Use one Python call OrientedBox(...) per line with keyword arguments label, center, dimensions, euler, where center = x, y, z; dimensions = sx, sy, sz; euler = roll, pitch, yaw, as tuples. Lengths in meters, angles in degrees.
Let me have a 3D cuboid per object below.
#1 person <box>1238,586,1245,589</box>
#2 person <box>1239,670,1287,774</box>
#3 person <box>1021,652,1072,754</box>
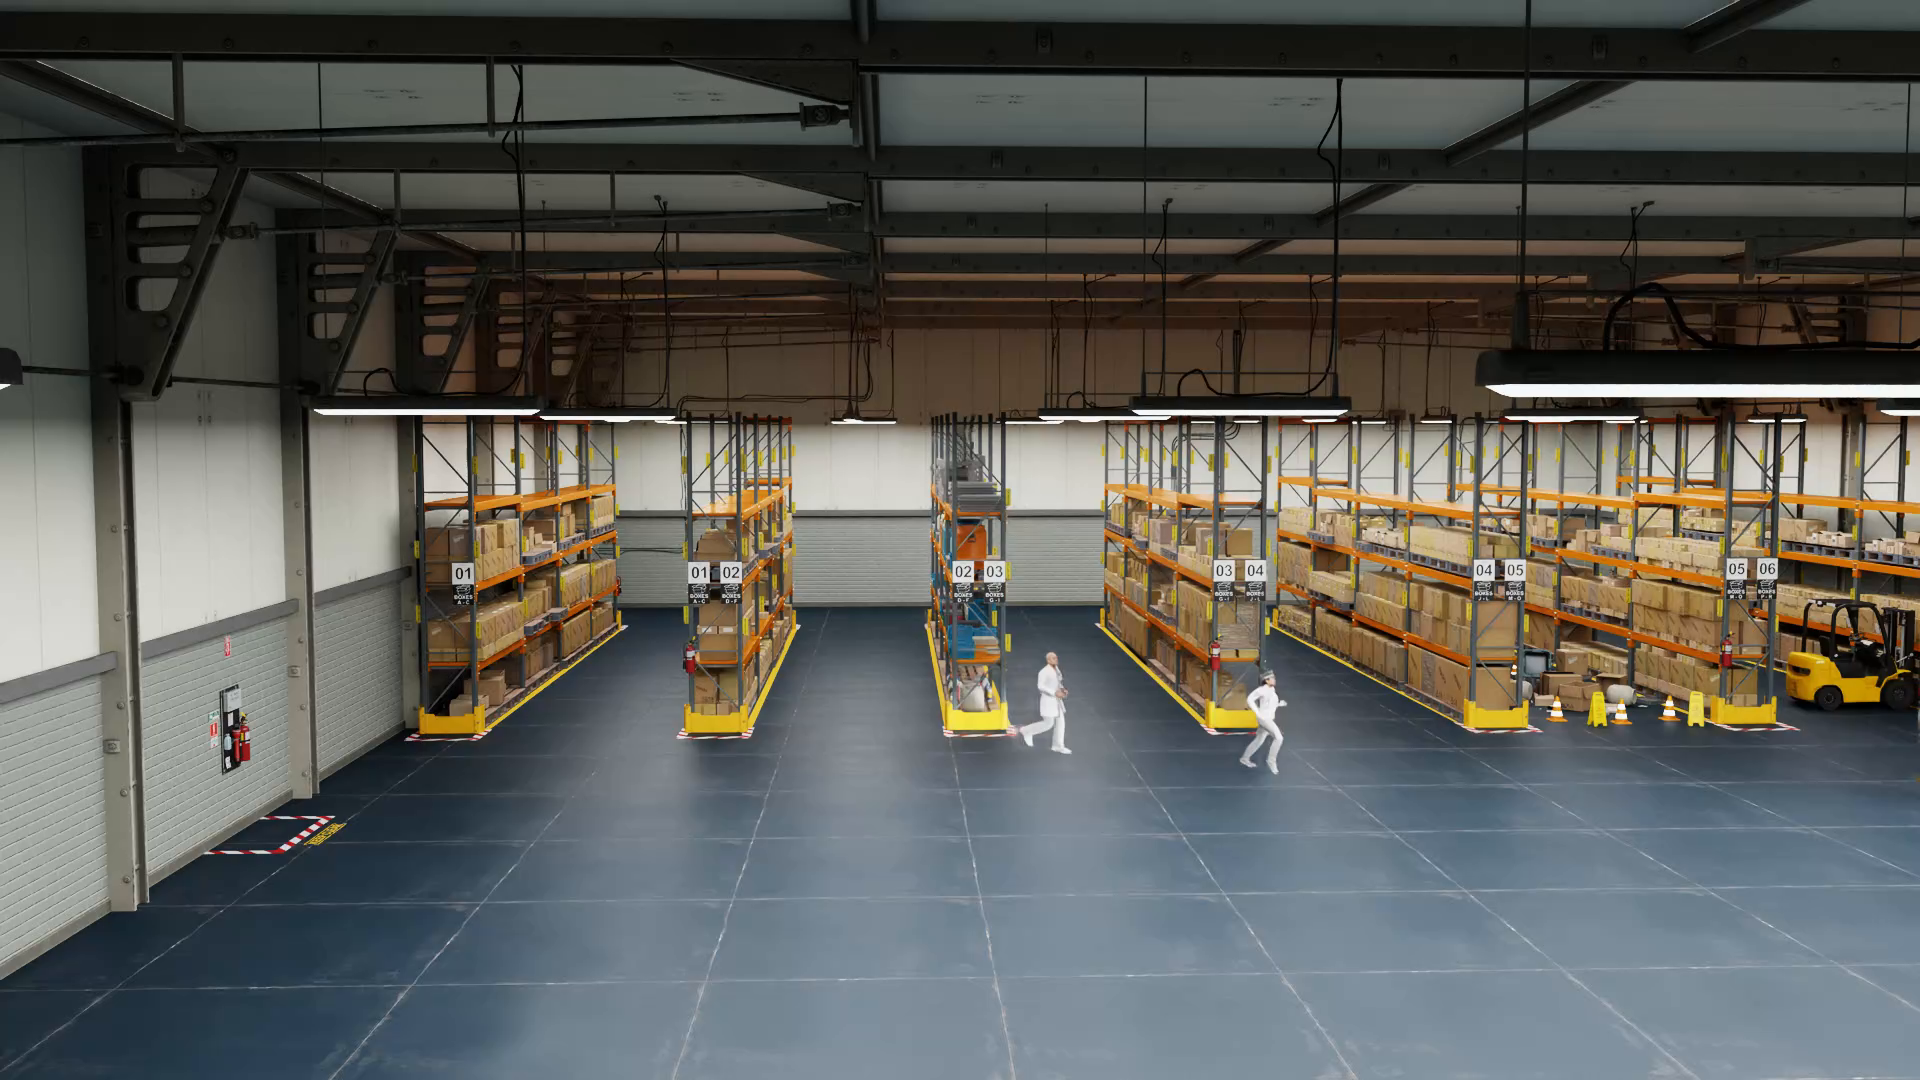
OrientedBox(label="person", center=(8.208, 1.614, 48.713), dimensions=(0.527, 1.601, 0.732), euler=(-1, 4, -18))
OrientedBox(label="person", center=(5.035, 3.009, 27.644), dimensions=(0.777, 1.731, 0.592), euler=(2, 4, 24))
OrientedBox(label="person", center=(1.555, 2.858, 29.325), dimensions=(0.921, 1.777, 0.719), euler=(2, 4, 30))
